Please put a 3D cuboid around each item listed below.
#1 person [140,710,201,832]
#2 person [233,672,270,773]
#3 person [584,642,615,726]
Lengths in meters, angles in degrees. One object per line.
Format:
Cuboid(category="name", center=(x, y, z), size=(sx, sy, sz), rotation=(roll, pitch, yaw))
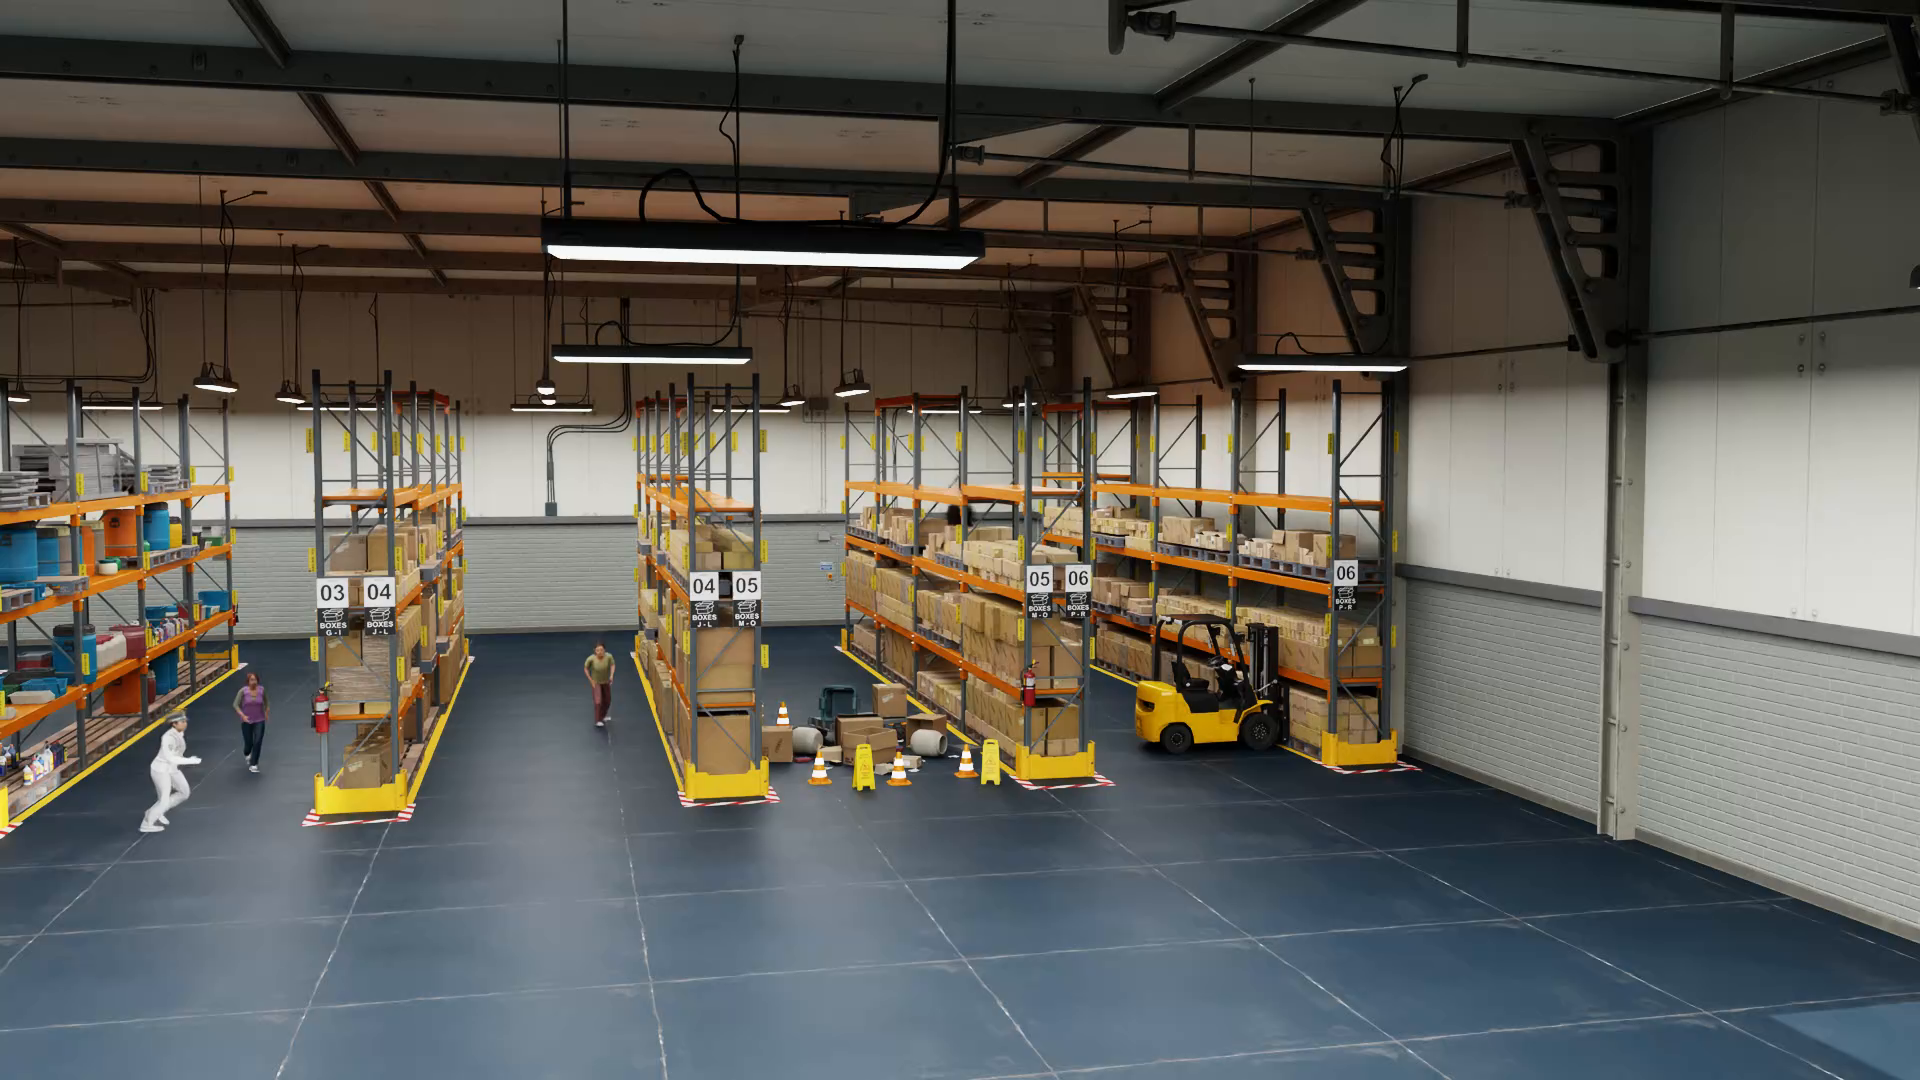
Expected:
Cuboid(category="person", center=(-10.187, 2.975, 21.462), size=(0.777, 1.576, 0.608), rotation=(0, 3, -7))
Cuboid(category="person", center=(-10.835, 2.773, 25.440), size=(0.538, 1.543, 0.612), rotation=(-2, 4, -29))
Cuboid(category="person", center=(-6.397, 2.534, 29.527), size=(0.628, 1.534, 0.809), rotation=(-2, 4, -35))
